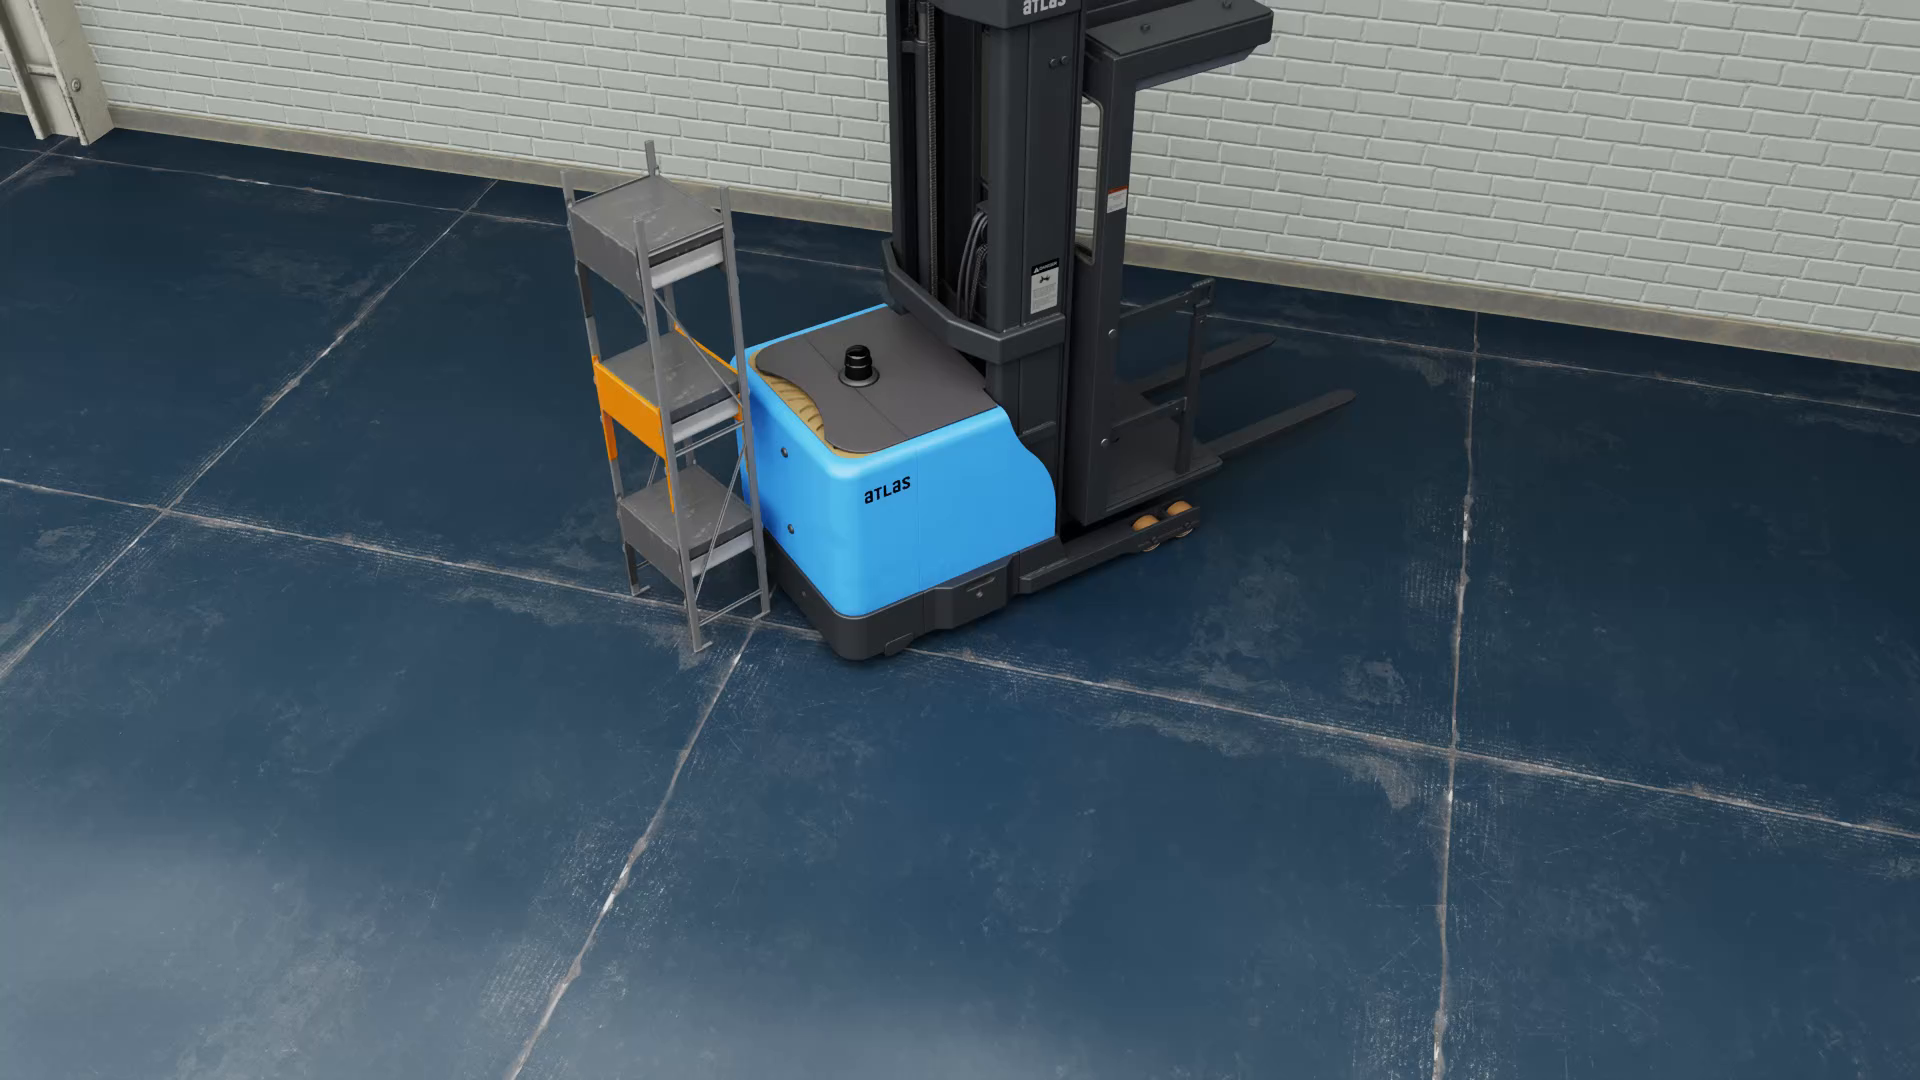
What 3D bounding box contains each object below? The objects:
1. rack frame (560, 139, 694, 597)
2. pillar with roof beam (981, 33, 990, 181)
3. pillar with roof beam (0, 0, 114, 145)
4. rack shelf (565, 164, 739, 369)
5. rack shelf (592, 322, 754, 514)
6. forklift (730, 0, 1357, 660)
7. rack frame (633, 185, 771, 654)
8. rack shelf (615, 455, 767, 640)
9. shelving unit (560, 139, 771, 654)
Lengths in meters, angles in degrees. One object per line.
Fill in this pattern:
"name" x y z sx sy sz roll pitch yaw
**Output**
"rack frame" -1.319 -0.635 6.898 0.400 2.100 0.015 -30 48 -30
"pillar with roof beam" -1.152 -2.473 3.722 0.400 9.000 9.100 10 41 11
"pillar with roof beam" -6.948 -3.470 4.910 0.400 9.000 9.100 10 41 11
"rack shelf" -1.158 -1.043 6.316 0.431 0.518 0.480 -30 48 -30
"rack shelf" -1.158 -0.507 6.767 0.431 0.518 0.480 -30 48 -30
"forklift" 0.526 -1.336 7.087 3.031 2.935 1.130 -22 45 -24
"rack frame" -0.996 -0.400 6.618 0.400 2.100 0.015 -30 48 -30
"rack shelf" -1.158 0.029 7.217 0.431 0.518 0.480 -30 48 -30
"shelving unit" -1.158 -0.517 6.758 0.431 2.100 0.503 -30 48 -30
